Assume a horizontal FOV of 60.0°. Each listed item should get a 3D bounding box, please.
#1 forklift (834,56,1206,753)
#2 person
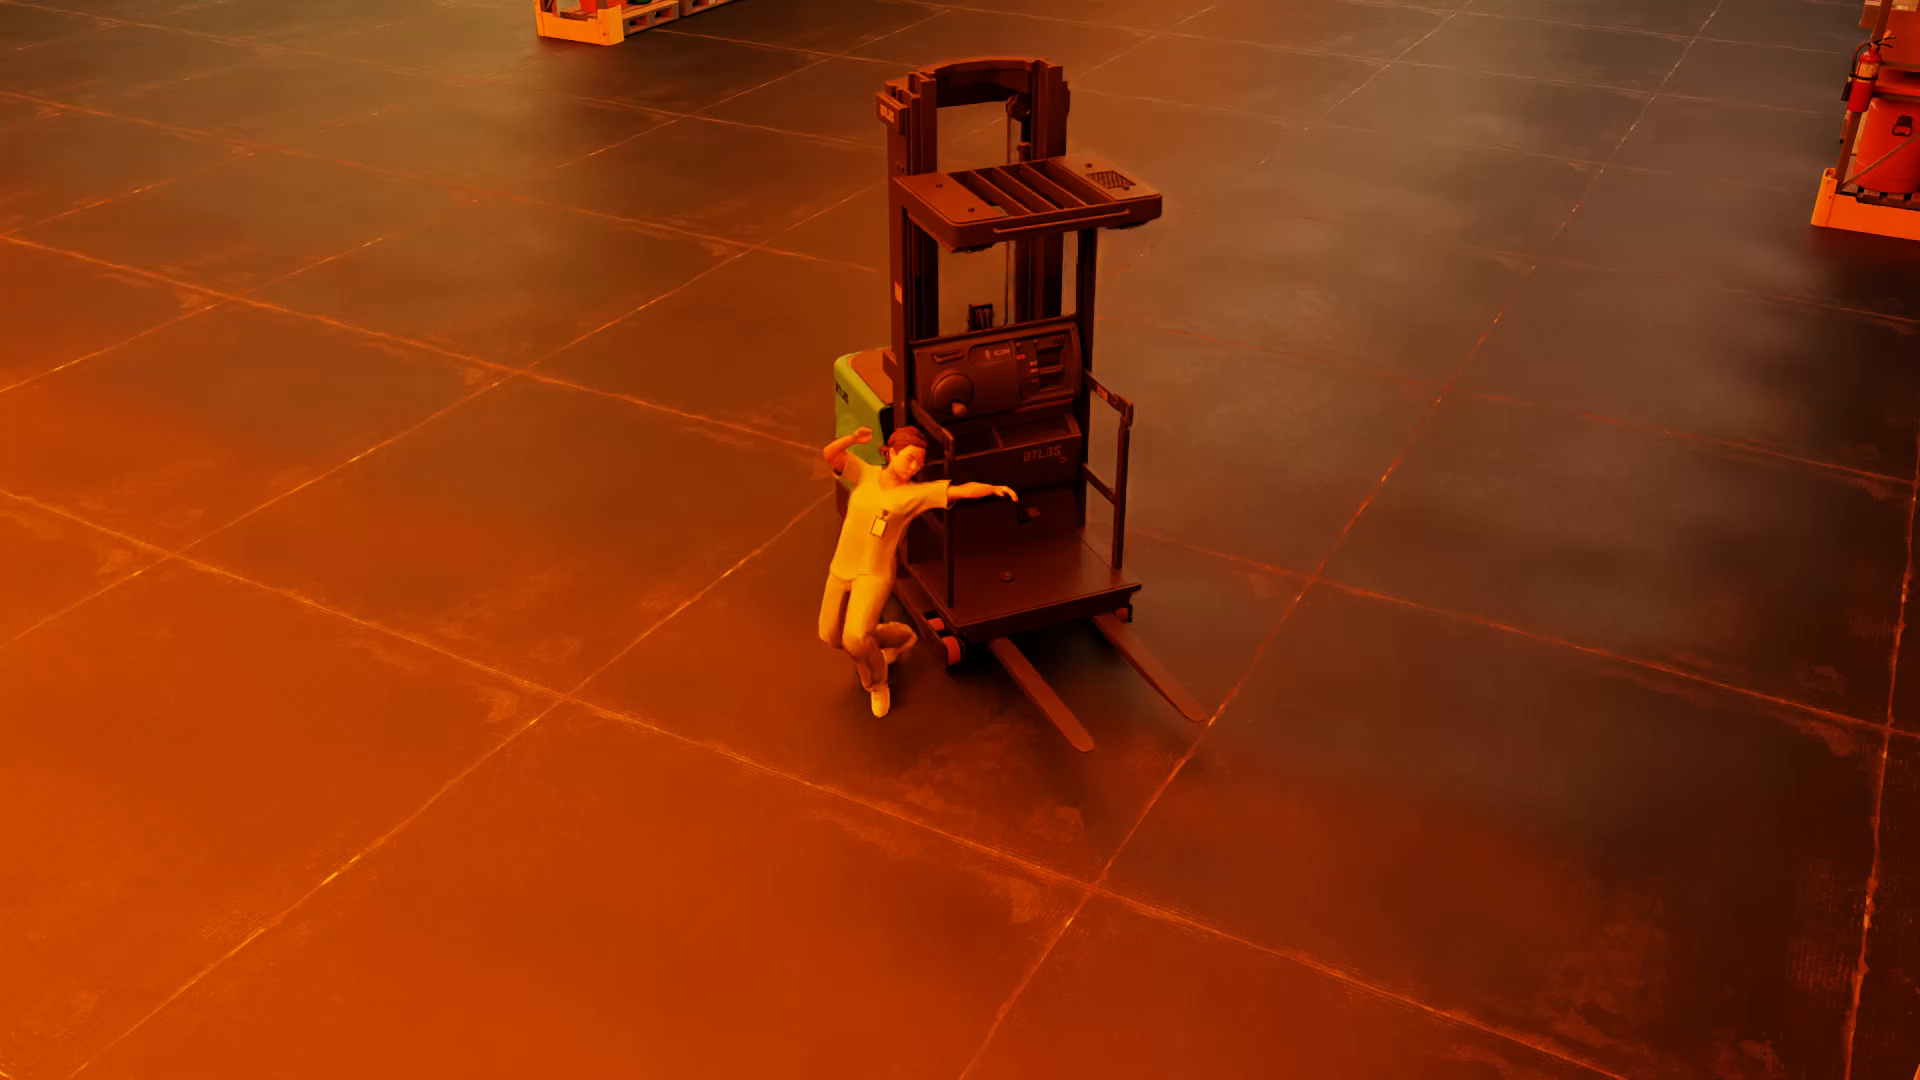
[{"bbox_3d":[0.291,-0.837,8.521,1.130,2.935,3.031,-12,32,-20],"label":"forklift"},{"bbox_3d":[-0.270,0.167,8.205,0.984,1.540,0.810,19,35,29],"label":"person"}]
